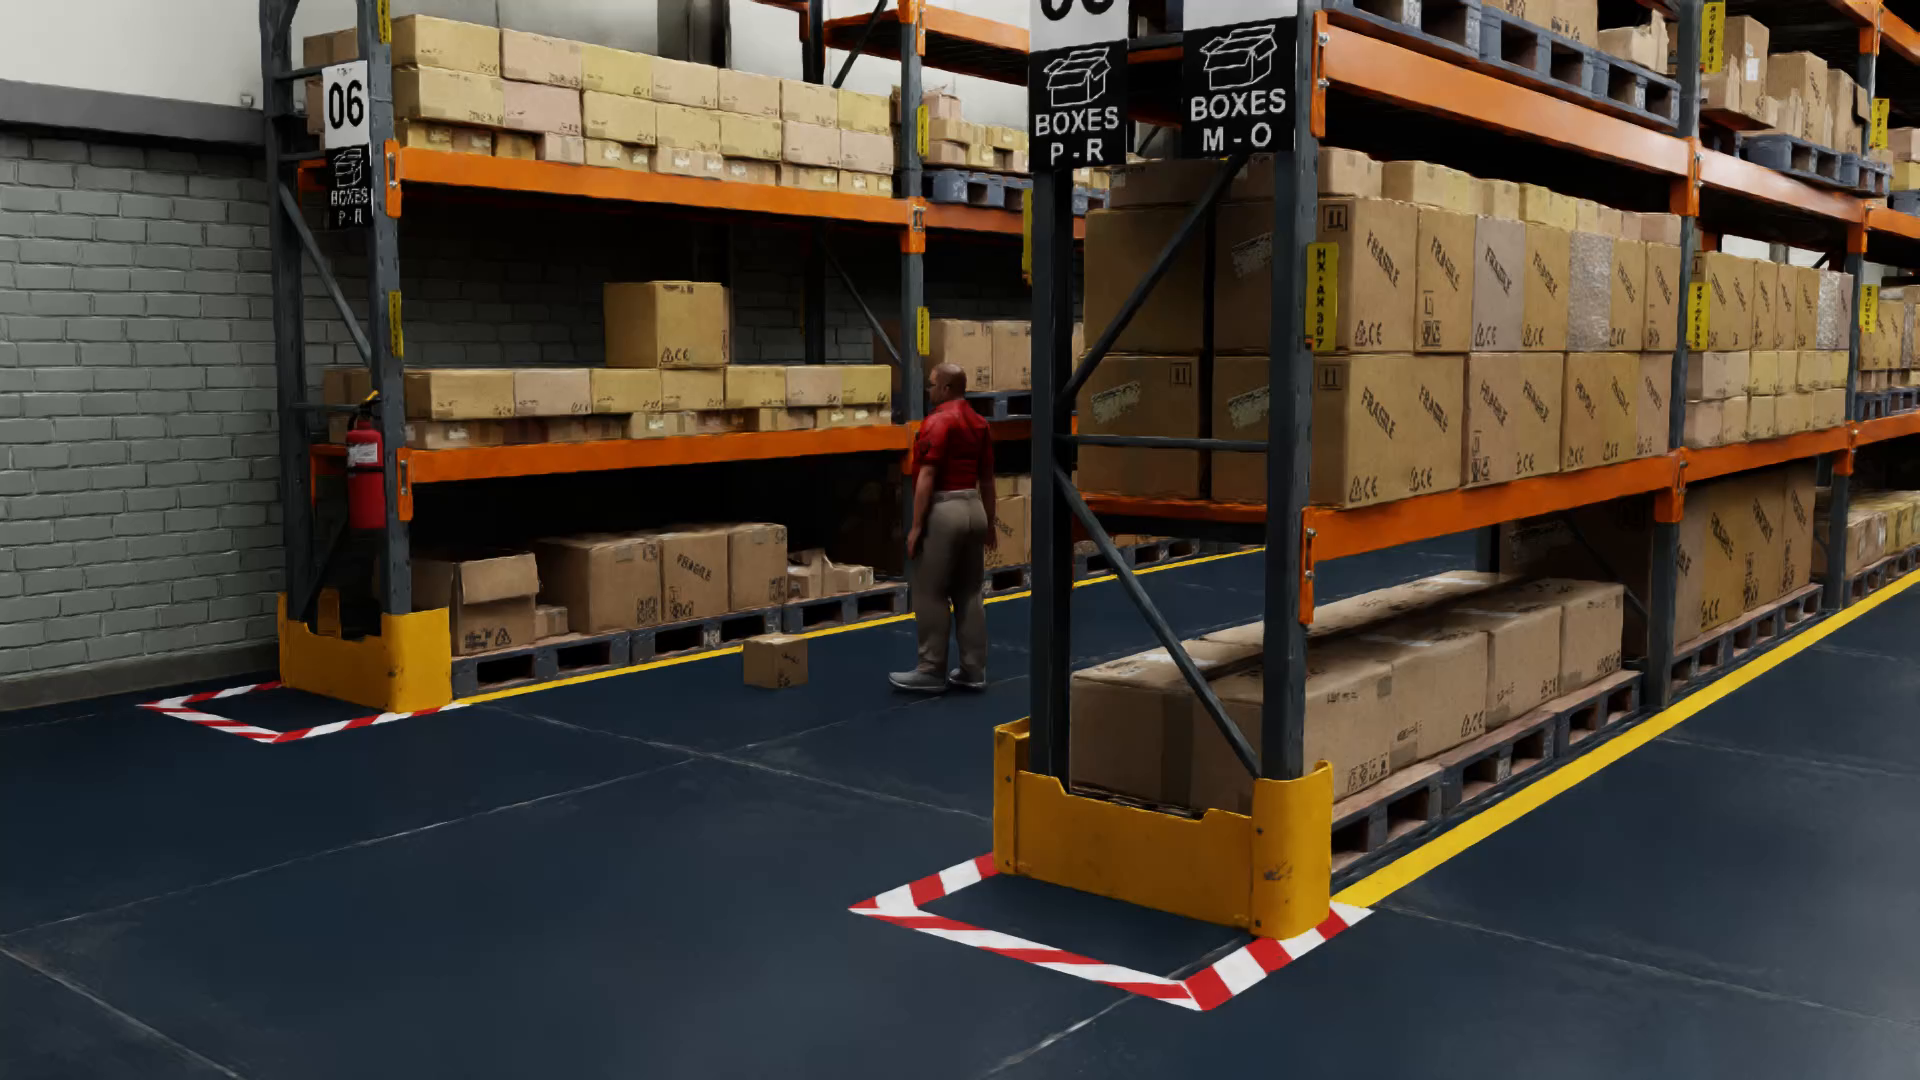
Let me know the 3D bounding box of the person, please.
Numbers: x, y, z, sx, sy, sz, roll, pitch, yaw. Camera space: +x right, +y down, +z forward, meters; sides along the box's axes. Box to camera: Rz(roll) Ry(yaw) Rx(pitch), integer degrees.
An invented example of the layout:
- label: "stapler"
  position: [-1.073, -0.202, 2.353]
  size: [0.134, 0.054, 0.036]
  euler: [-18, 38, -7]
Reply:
- label: "person"
  position: [-0.086, -0.075, 8.779]
  size: [0.449, 1.730, 0.640]
  euler: [5, 8, 37]
